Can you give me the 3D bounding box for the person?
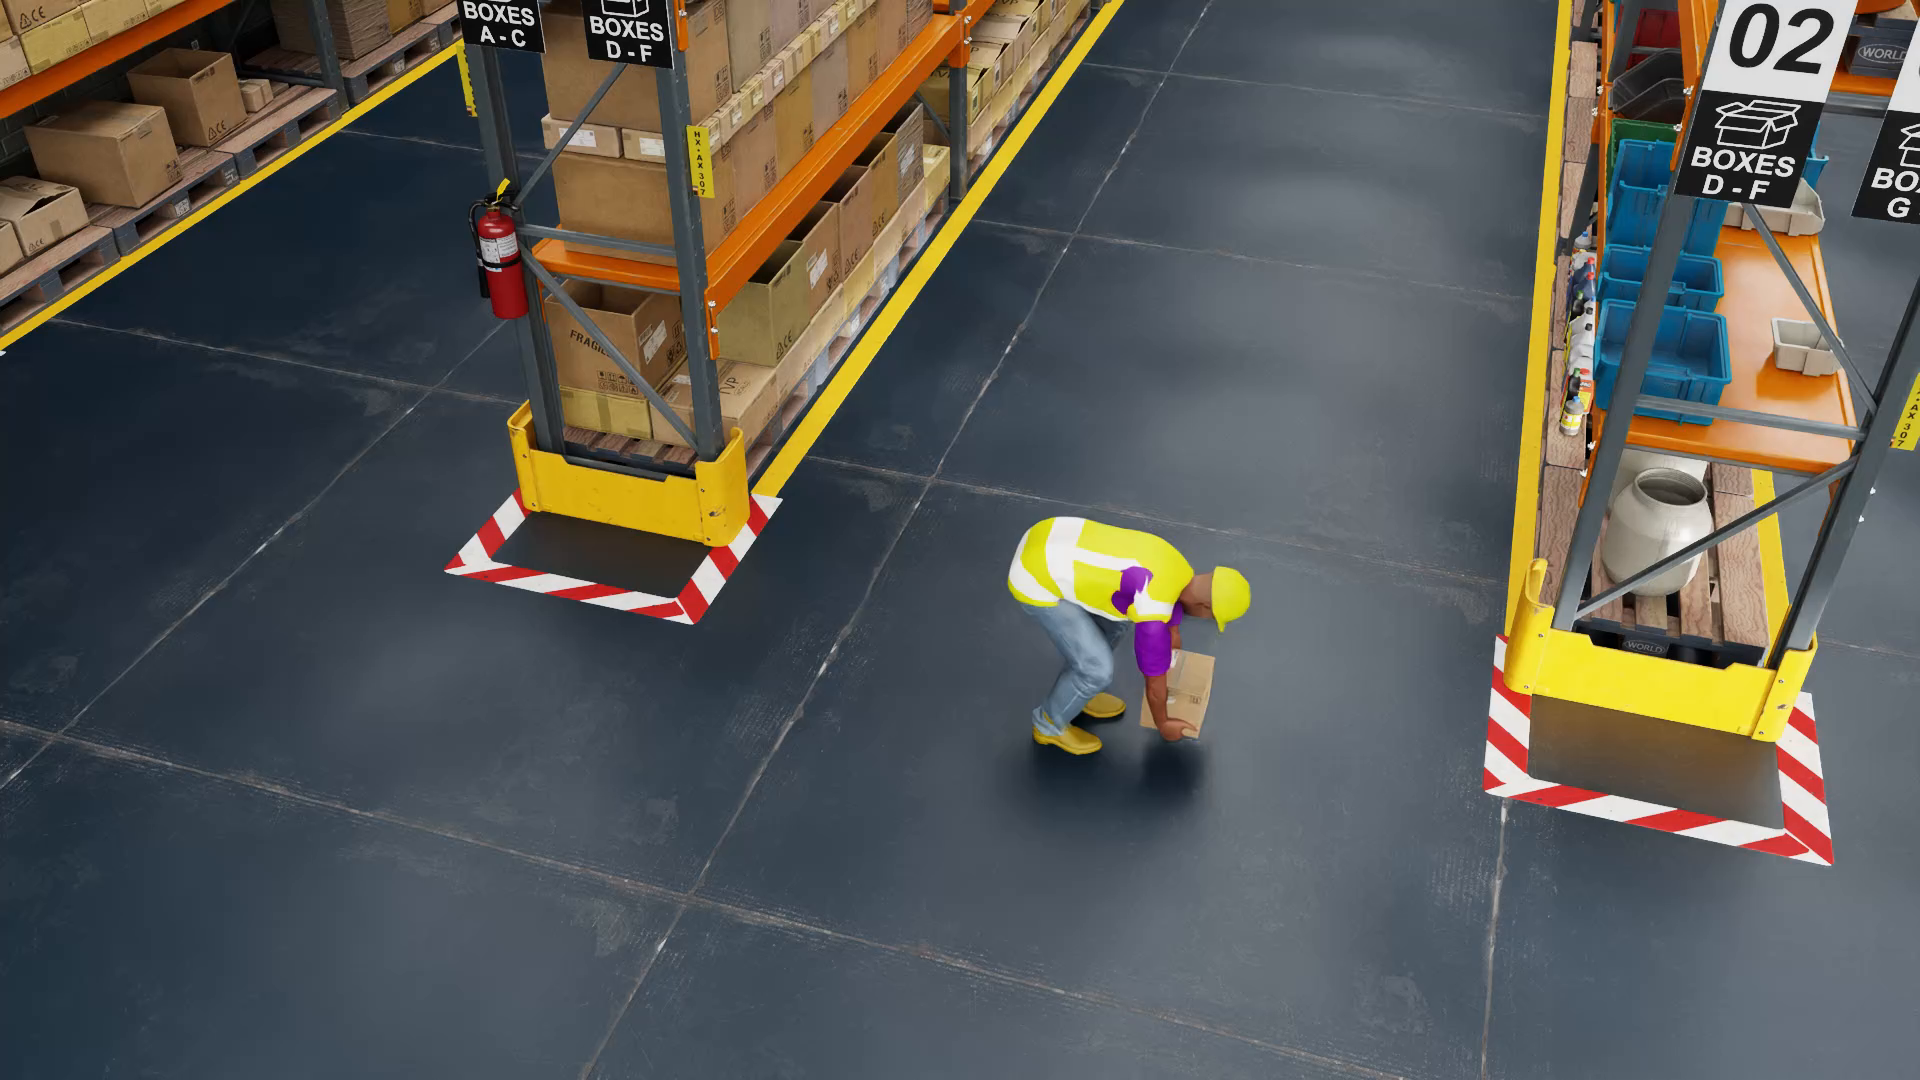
[{"bbox_3d":[0.689,0.406,6.930,0.980,1.043,0.495,9,38,12],"label":"person"}]
